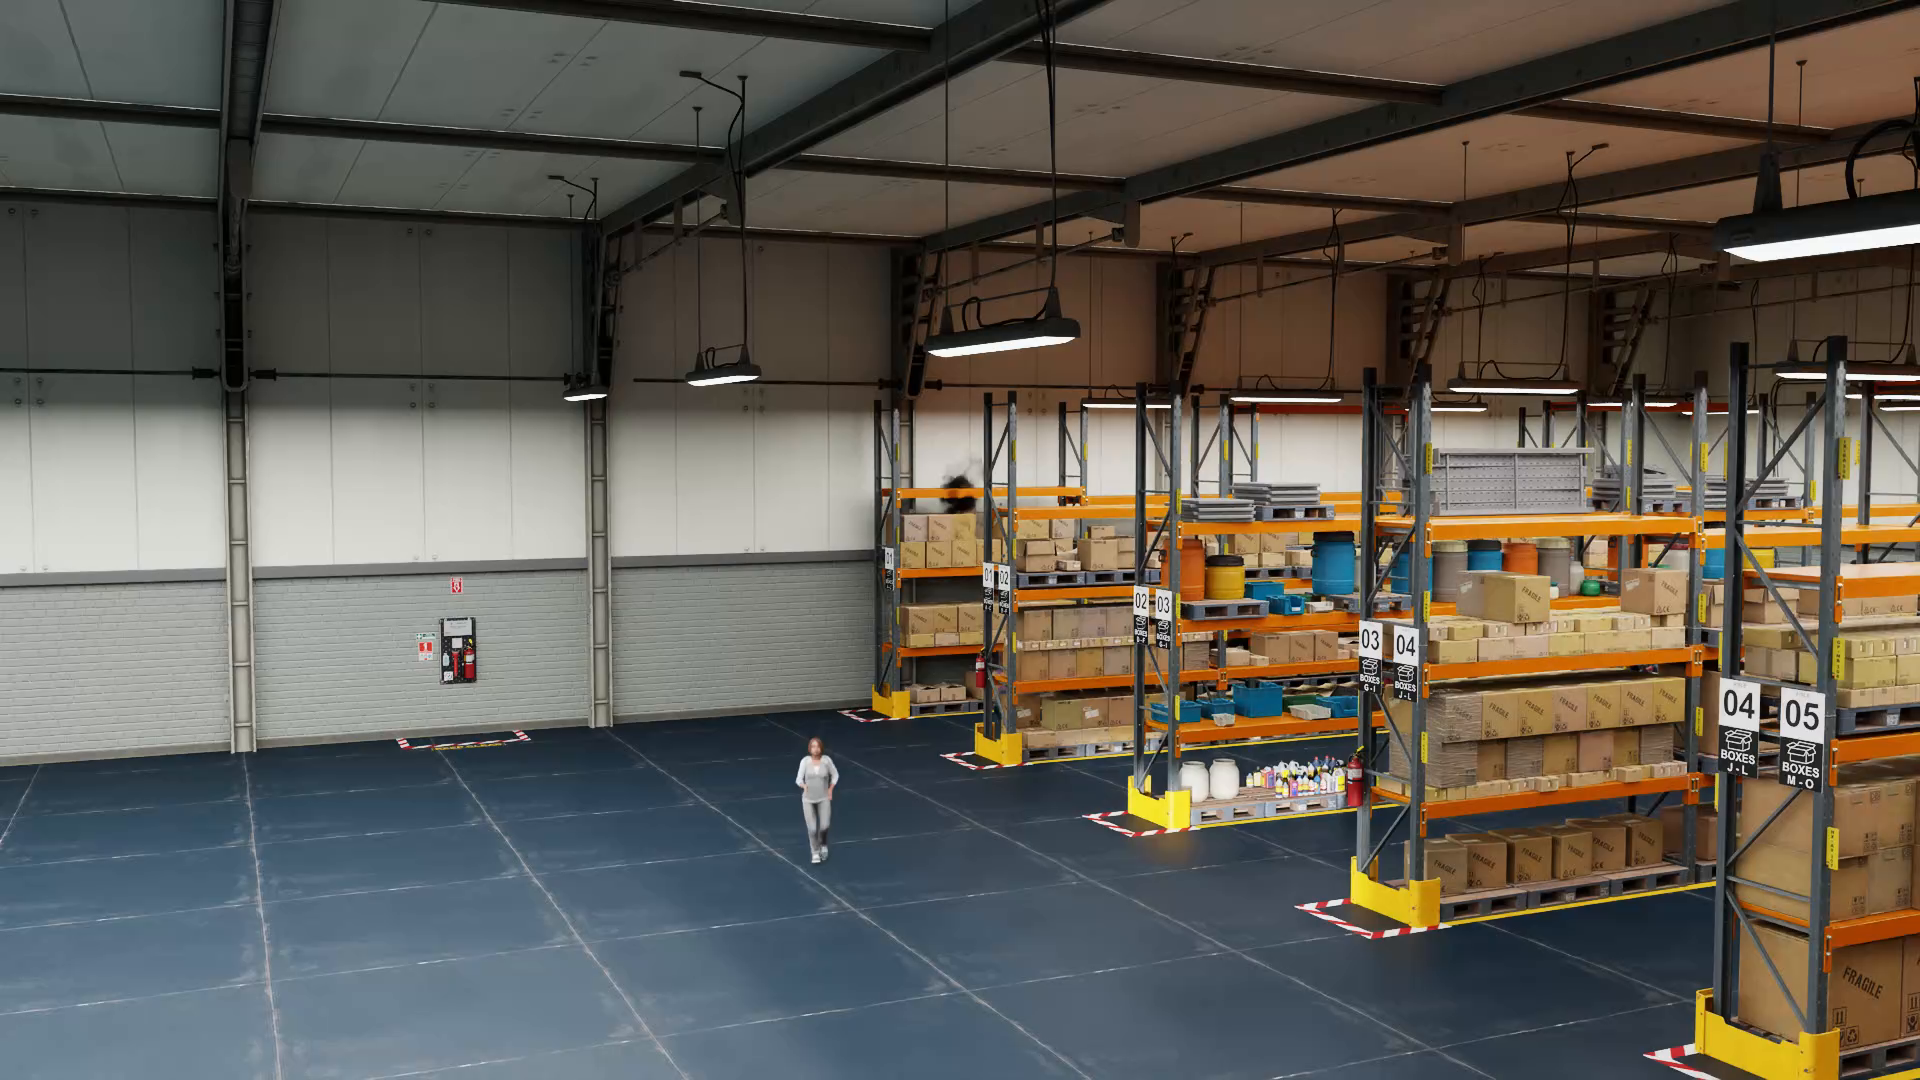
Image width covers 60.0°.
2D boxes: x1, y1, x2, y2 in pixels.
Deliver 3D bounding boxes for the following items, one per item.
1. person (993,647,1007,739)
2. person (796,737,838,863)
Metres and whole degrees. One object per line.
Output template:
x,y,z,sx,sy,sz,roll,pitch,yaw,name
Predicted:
0.772,2.671,29.064,0.651,1.610,0.549,-2,4,-25,person
-1.744,3.241,20.302,0.518,1.466,0.548,0,3,-4,person
